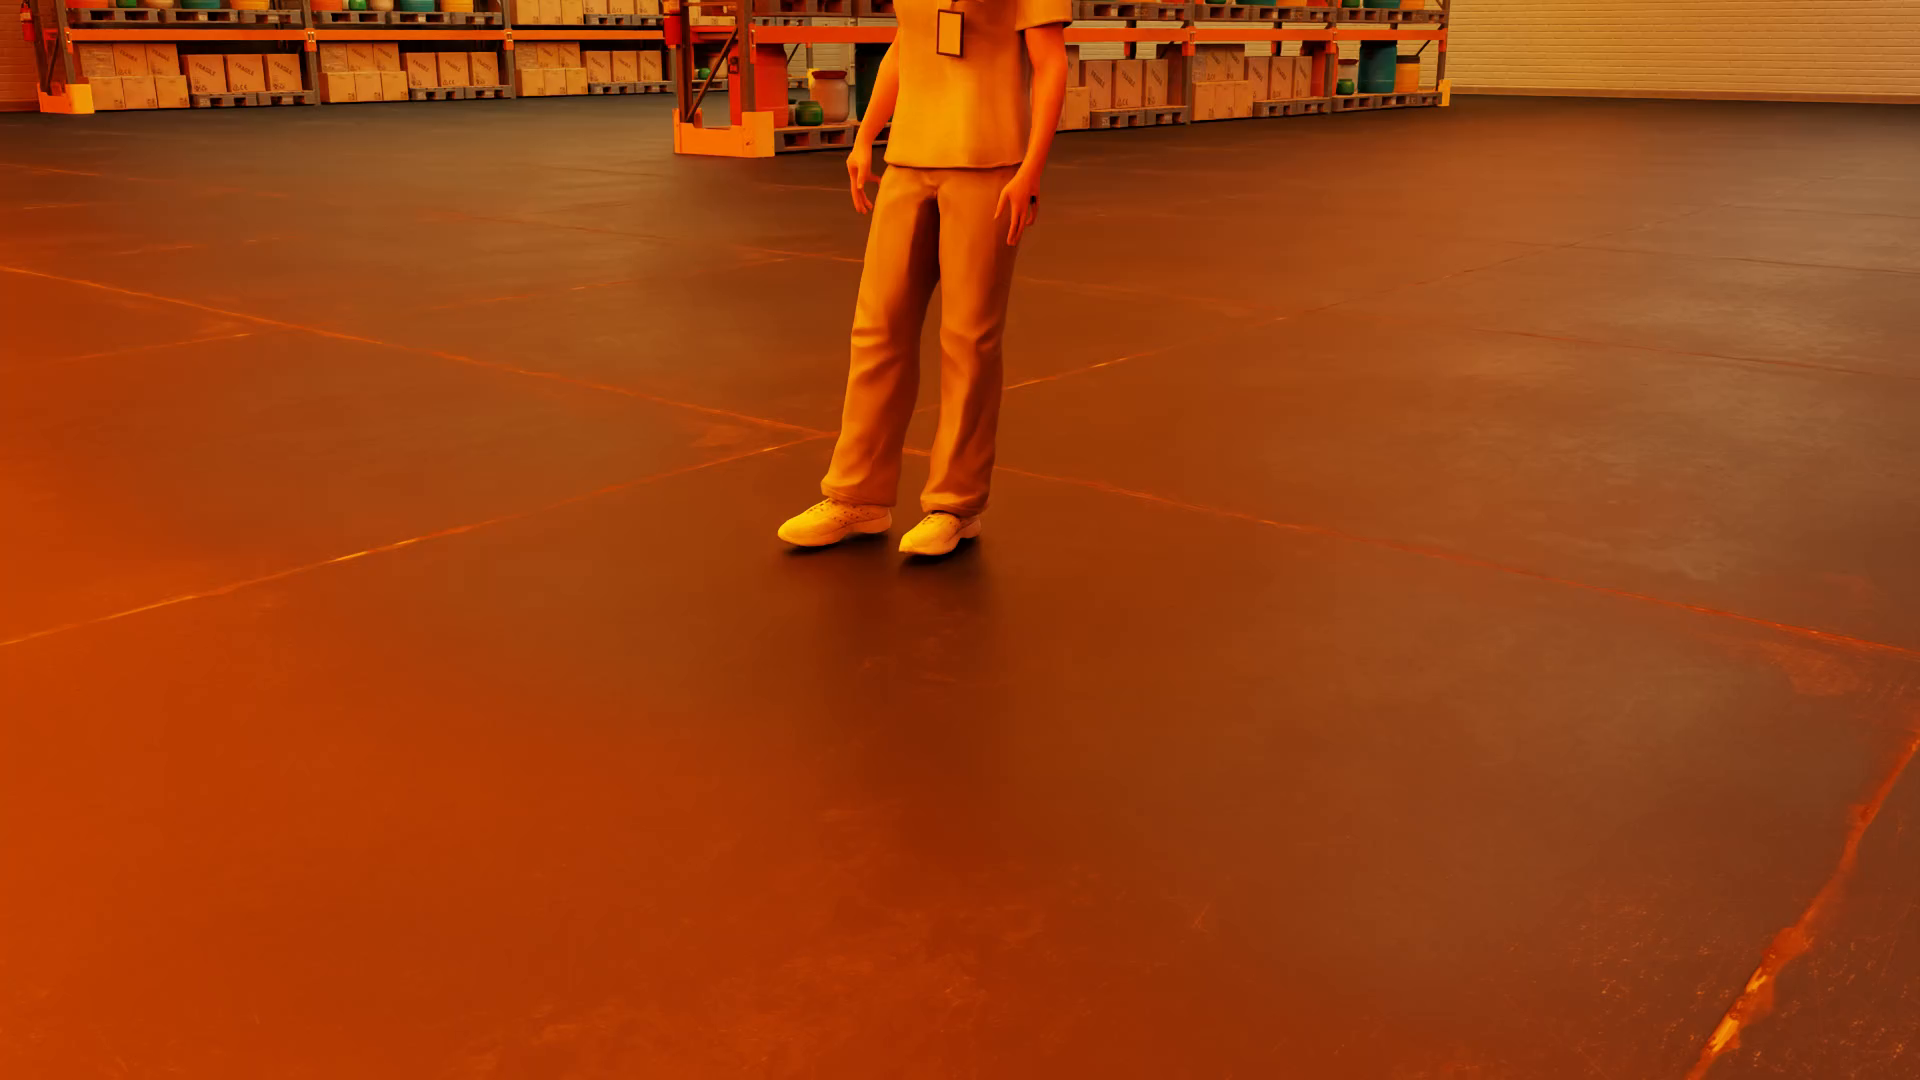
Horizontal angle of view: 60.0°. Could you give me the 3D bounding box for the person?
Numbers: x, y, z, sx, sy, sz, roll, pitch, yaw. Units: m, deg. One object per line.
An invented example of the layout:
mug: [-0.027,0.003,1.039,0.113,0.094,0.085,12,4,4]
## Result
person: [-0.058,-0.795,3.650,0.549,1.673,0.548,13,21,37]
